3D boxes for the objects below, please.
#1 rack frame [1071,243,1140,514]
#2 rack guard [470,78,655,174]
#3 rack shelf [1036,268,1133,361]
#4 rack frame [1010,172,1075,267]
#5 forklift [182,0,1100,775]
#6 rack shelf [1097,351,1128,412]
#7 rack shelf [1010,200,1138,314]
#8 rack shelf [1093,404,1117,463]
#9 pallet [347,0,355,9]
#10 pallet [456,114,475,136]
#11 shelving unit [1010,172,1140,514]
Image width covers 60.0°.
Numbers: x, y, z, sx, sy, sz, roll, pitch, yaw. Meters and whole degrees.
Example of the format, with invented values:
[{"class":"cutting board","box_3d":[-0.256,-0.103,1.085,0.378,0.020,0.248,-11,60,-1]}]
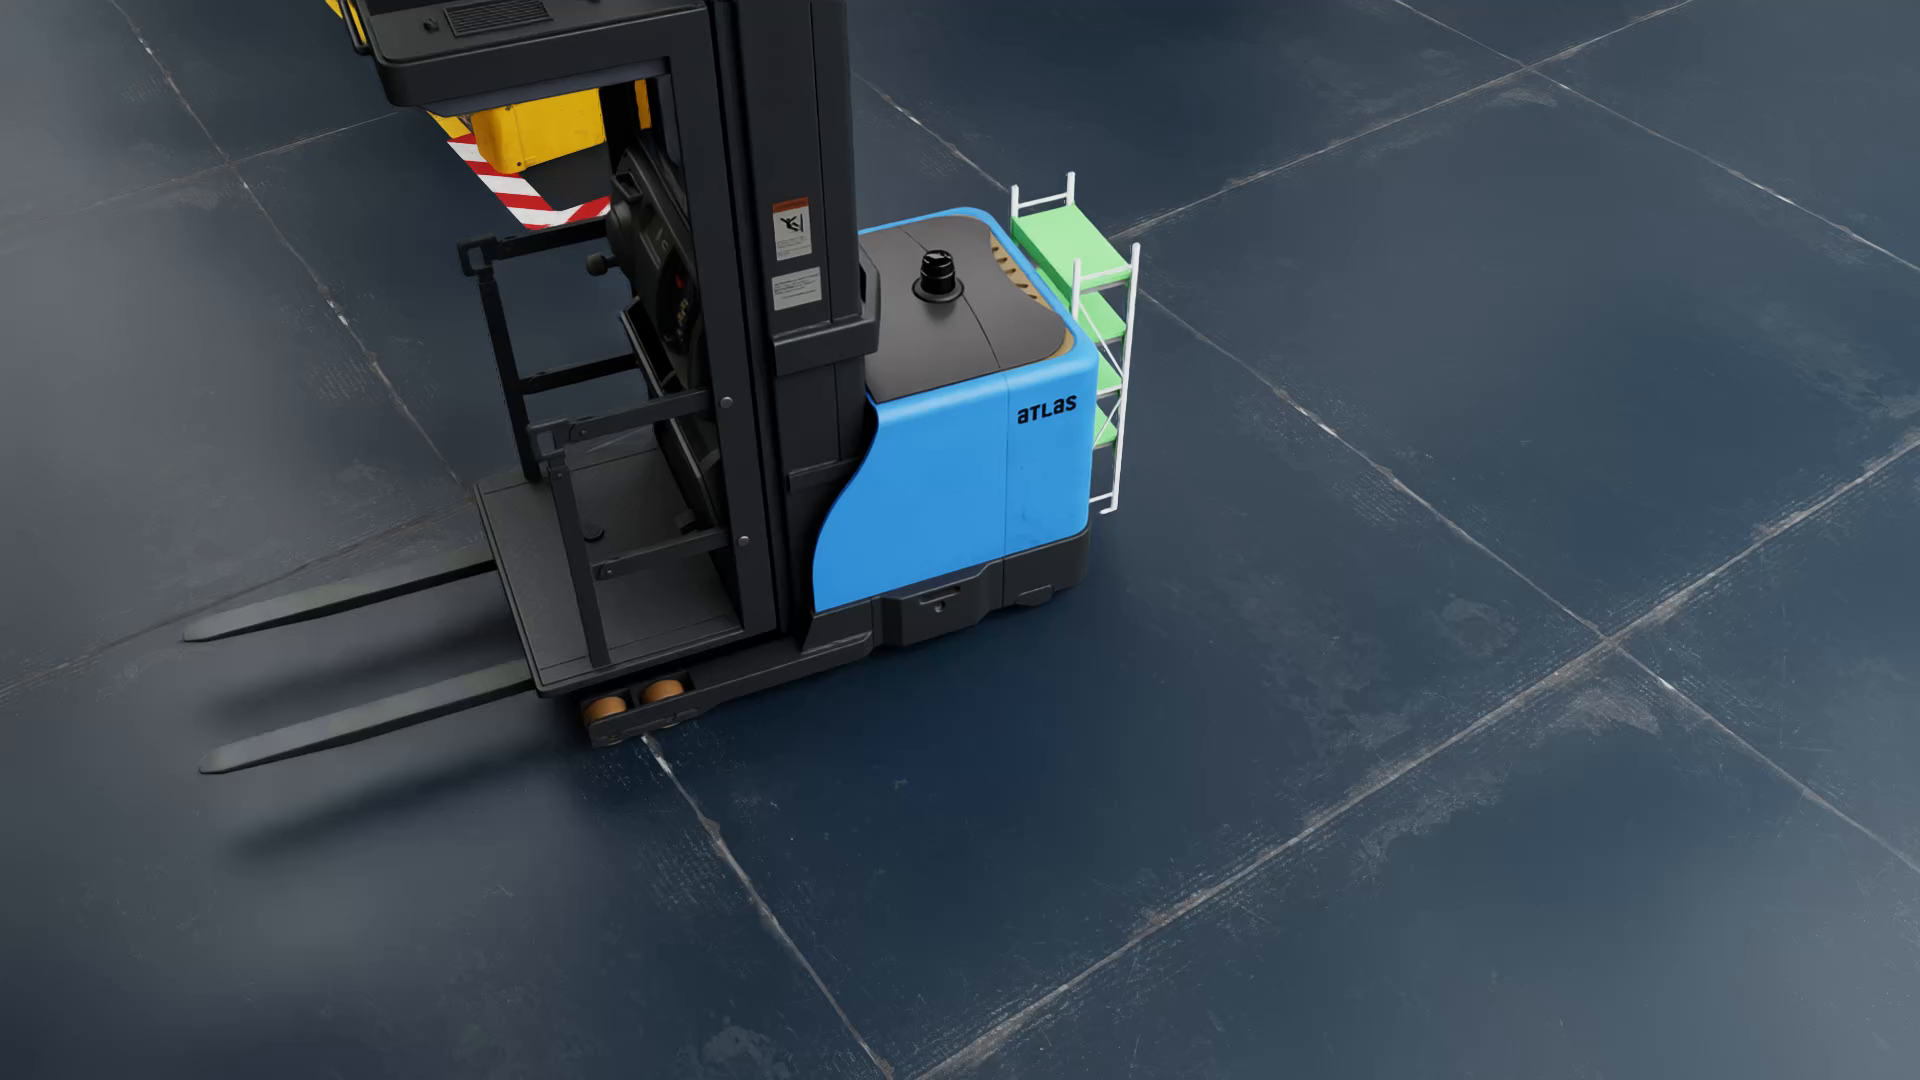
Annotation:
[{"class":"rack frame","box_3d":[0.488,-0.521,5.927,0.240,1.200,0.015,-17,46,-17]},{"class":"rack guard","box_3d":[-1.850,-2.276,8.273,1.175,0.500,0.348,-26,49,-24]},{"class":"rack shelf","box_3d":[0.390,-0.803,5.967,0.258,0.148,0.480,-17,46,-17]},{"class":"rack frame","box_3d":[0.293,-0.830,6.250,0.240,1.200,0.015,-17,46,-17]},{"class":"forklift","box_3d":[-1.100,-0.793,4.959,3.031,2.935,1.130,-16,46,-16]},{"class":"rack shelf","box_3d":[0.390,-0.629,6.133,0.258,0.148,0.480,-17,46,-17]},{"class":"rack shelf","box_3d":[0.390,-0.976,5.801,0.258,0.148,0.480,-17,46,-17]},{"class":"rack shelf","box_3d":[0.390,-0.455,6.298,0.258,0.148,0.480,-17,46,-17]},{"class":"pallet","box_3d":[-3.029,-3.293,9.546,1.003,0.211,1.213,-26,49,-24]},{"class":"pallet","box_3d":[-2.335,-2.602,8.823,1.003,0.211,1.213,-26,49,-24]},{"class":"shelving unit","box_3d":[0.390,-0.675,6.088,0.258,1.200,0.503,-17,46,-17]}]
